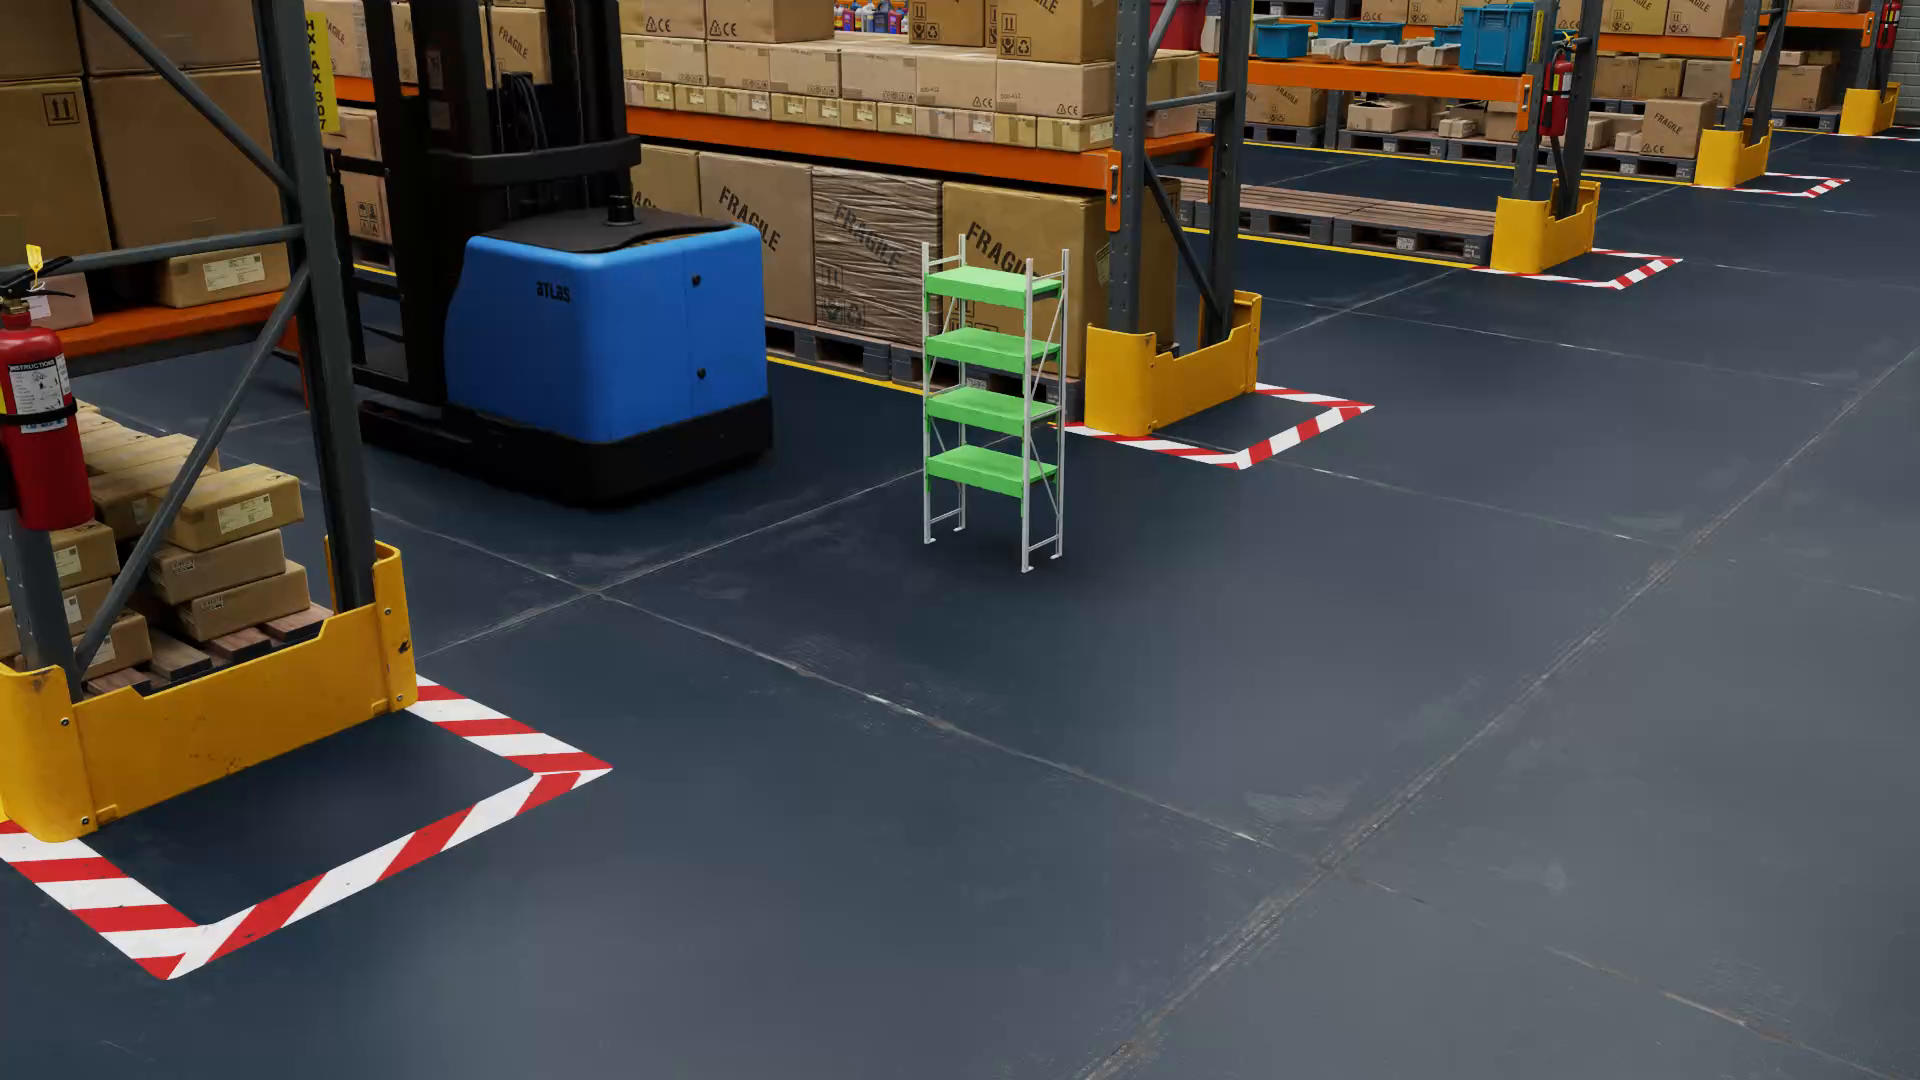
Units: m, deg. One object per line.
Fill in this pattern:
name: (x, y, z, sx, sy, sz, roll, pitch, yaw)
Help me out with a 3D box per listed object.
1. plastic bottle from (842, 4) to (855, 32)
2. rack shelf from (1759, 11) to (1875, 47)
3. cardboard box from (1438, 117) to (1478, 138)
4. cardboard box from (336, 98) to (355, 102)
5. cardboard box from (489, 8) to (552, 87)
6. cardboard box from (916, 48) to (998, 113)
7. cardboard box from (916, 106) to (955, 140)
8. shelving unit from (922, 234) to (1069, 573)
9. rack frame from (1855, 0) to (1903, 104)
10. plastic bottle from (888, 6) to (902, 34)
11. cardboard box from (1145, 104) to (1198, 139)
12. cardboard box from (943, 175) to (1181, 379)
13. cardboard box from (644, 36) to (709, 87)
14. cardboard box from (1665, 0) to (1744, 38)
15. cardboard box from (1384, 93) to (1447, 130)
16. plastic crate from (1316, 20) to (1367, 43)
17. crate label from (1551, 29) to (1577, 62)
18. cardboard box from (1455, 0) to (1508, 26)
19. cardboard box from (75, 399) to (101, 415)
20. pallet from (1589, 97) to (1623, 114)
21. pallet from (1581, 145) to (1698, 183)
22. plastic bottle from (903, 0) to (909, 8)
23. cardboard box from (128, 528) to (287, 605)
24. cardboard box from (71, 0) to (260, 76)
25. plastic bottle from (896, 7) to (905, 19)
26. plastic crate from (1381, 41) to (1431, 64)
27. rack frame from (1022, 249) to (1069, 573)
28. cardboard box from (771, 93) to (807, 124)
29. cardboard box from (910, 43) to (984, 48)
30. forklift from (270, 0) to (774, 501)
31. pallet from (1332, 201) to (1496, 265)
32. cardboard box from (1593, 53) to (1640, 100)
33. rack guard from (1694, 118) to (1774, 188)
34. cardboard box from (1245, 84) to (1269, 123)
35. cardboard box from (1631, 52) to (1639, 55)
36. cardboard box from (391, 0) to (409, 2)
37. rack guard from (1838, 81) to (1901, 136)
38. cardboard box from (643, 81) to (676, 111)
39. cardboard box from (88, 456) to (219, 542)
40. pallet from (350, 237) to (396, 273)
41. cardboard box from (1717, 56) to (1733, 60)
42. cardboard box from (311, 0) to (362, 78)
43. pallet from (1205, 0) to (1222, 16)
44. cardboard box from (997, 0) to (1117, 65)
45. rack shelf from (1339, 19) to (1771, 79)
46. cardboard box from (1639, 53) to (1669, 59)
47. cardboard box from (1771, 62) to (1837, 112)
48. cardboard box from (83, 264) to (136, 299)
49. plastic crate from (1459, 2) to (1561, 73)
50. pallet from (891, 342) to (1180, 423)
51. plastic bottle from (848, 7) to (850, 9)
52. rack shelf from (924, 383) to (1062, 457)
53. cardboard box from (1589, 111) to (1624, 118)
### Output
plastic bottle: (-1.003, -4.718, 15.094, 0.133, 0.283, 0.061, 16, 26, 36)
rack shelf: (8.913, -6.261, 20.039, 4.000, 0.370, 1.077, 16, 26, 36)
cardboard box: (5.099, -4.226, 17.015, 0.250, 0.166, 0.380, 16, 26, 36)
cardboard box: (-4.610, -2.917, 12.567, 0.875, 0.875, 1.225, 15, 25, 34)
cardboard box: (-2.568, -3.058, 10.385, 0.500, 0.500, 0.500, 16, 26, 36)
cardboard box: (0.131, -2.307, 8.326, 0.500, 0.250, 0.500, 16, 26, 35)
cardboard box: (-0.008, -2.131, 8.424, 0.250, 0.149, 0.380, 17, 26, 37)
shelving unit: (0.128, -0.524, 6.359, 0.503, 1.200, 0.258, 16, 26, 36)
rack frame: (10.462, -6.151, 18.729, 0.127, 3.000, 1.000, 16, 26, 36)
plastic bottle: (-0.576, -4.595, 14.768, 0.133, 0.283, 0.061, 16, 26, 36)
cardboard box: (1.000, -2.141, 8.450, 0.250, 0.149, 0.380, 16, 26, 37)
cardboard box: (0.520, -1.412, 8.578, 0.875, 0.875, 0.875, 16, 26, 36)
cardboard box: (-1.452, -2.762, 9.532, 0.500, 0.250, 0.500, 16, 26, 36)
cardboard box: (6.814, -4.869, 15.186, 0.500, 0.500, 0.500, 17, 27, 38)
cardboard box: (4.855, -4.675, 17.734, 0.500, 0.500, 0.500, 16, 26, 36)
plastic crate: (2.962, -3.899, 12.908, 0.300, 0.233, 0.416, 16, 26, 36)
crate label: (4.215, -3.538, 11.951, 0.303, 0.233, 0.416, 16, 26, 36)
cardboard box: (5.241, -5.322, 16.387, 0.500, 0.500, 0.500, 16, 26, 36)
cardboard box: (-3.371, -0.395, 6.066, 0.250, 0.149, 0.380, 17, 26, 37)
pallet: (7.903, -5.548, 21.081, 1.213, 0.211, 1.003, 16, 26, 36)
pallet: (6.656, -3.686, 16.144, 1.213, 0.211, 1.003, 16, 26, 36)
plastic bottle: (-0.434, -4.929, 15.558, 0.185, 0.351, 0.144, 16, 26, 36)
cardboard box: (-2.392, 0.055, 5.294, 0.250, 0.149, 0.380, 17, 27, 38)
cardboard box: (-2.328, -1.582, 4.633, 0.500, 0.500, 0.500, 16, 26, 36)
plastic bottle: (-0.540, -4.615, 14.838, 0.097, 0.271, 0.097, 0, 21, 0)
plastic crate: (3.236, -3.549, 12.116, 0.243, 0.136, 0.396, 16, 26, 36)
rack frame: (0.317, -0.470, 6.214, 0.015, 1.200, 0.240, 16, 26, 36)
cardboard box: (-0.805, -2.360, 9.031, 0.250, 0.149, 0.380, 15, 25, 35)
cardboard box: (0.071, -2.566, 9.013, 0.500, 0.250, 0.500, 15, 25, 35)
forklift: (-2.316, -1.943, 7.667, 3.031, 2.935, 1.130, 16, 26, 36)
pallet: (3.584, -2.333, 12.555, 1.213, 0.211, 1.003, 16, 26, 36)
cardboard box: (8.265, -5.763, 20.646, 0.500, 0.500, 0.700, 16, 26, 36)
rack guard: (7.274, -3.644, 15.622, 0.348, 0.500, 1.175, 16, 26, 36)
cardboard box: (3.293, -4.869, 18.248, 0.500, 0.500, 0.500, 16, 26, 36)
cardboard box: (8.505, -6.090, 20.595, 0.250, 0.149, 0.380, 15, 25, 35)
cardboard box: (-3.548, -3.929, 11.271, 0.637, 0.503, 0.797, 17, 27, 38)
rack guard: (10.481, -4.976, 19.156, 0.348, 0.500, 1.175, 16, 26, 36)
cardboard box: (-1.606, -2.590, 9.641, 0.250, 0.149, 0.380, 17, 27, 38)
cardboard box: (-2.629, -0.135, 5.377, 0.250, 0.149, 0.380, 17, 26, 37)
pallet: (-3.627, -2.100, 11.939, 1.213, 0.211, 1.003, 16, 26, 36)
cardboard box: (9.296, -5.863, 19.992, 0.250, 0.149, 0.380, 17, 26, 37)
cardboard box: (-4.127, -3.510, 11.583, 0.500, 0.500, 0.500, 16, 26, 35)
pallet: (2.645, -6.059, 18.755, 1.213, 0.211, 1.003, 16, 26, 36)
cardboard box: (0.523, -2.546, 7.896, 0.500, 0.500, 0.500, 16, 26, 37)
rack shelf: (5.784, -4.906, 16.446, 4.000, 0.370, 1.077, 16, 26, 36)
cardboard box: (8.432, -5.937, 20.188, 0.250, 0.149, 0.380, 15, 25, 35)
cardboard box: (9.857, -5.307, 19.437, 0.500, 0.500, 0.700, 16, 26, 36)
cardboard box: (-2.415, -0.846, 5.015, 0.250, 0.149, 0.380, 17, 27, 38)
plastic crate: (3.821, -3.511, 11.593, 0.499, 0.435, 0.616, 16, 26, 36)
pallet: (0.397, -0.941, 8.865, 1.213, 0.211, 1.003, 16, 26, 36)
plastic bottle: (-1.085, -5.057, 16.110, 0.097, 0.201, 0.097, 0, 21, 0)
rack shelf: (0.128, -0.465, 6.381, 0.480, 0.148, 0.258, 16, 26, 36)
cardboard box: (6.316, -4.138, 16.662, 0.500, 0.250, 0.500, 16, 26, 36)
